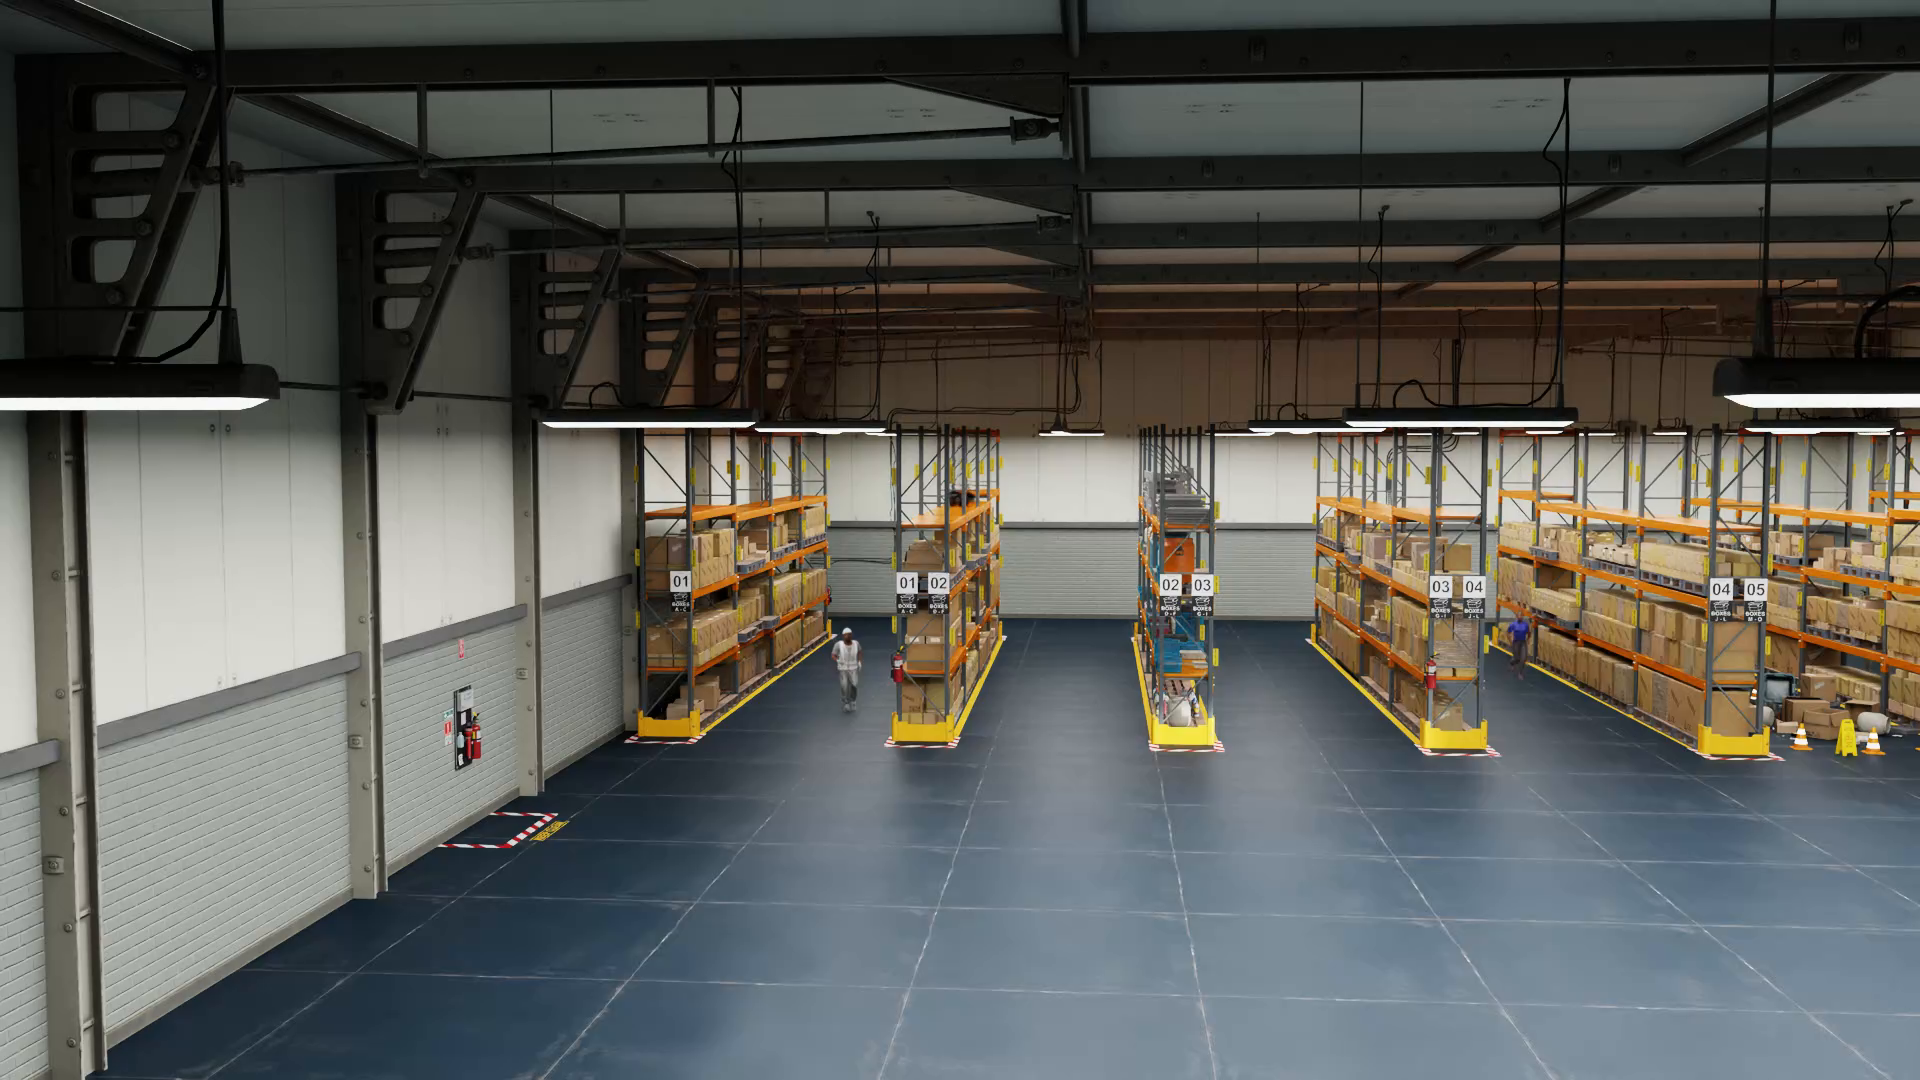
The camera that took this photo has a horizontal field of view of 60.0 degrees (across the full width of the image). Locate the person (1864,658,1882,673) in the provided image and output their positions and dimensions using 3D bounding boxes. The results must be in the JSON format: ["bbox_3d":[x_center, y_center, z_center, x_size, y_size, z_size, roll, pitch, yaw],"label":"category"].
[{"bbox_3d":[21.342,2.507,38.616,0.662,1.821,0.964,1,4,9],"label":"person"}]

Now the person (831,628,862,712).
[{"bbox_3d":[-2.348,2.725,34.792,0.682,1.770,0.651,-1,4,-11],"label":"person"}]

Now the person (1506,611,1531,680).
[{"bbox_3d":[13.384,2.508,39.819,0.582,1.618,0.578,0,3,1],"label":"person"}]
